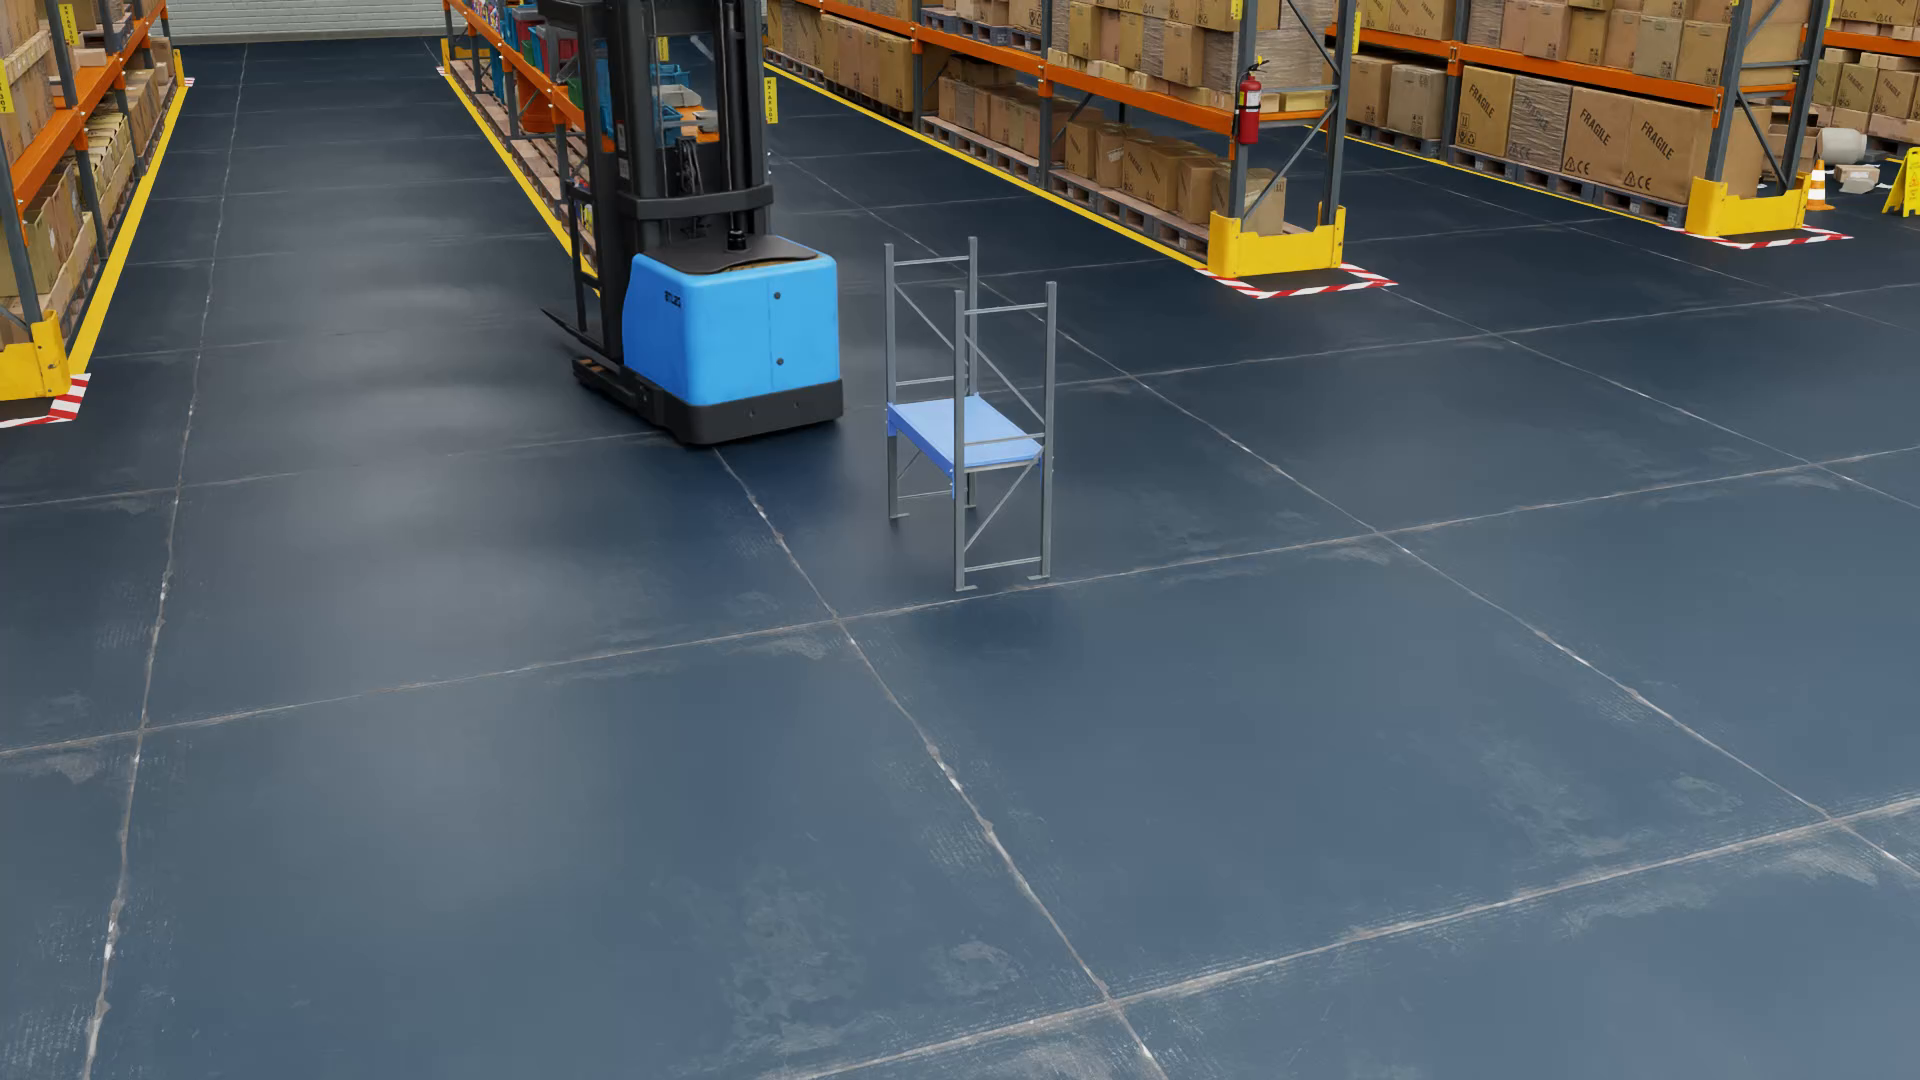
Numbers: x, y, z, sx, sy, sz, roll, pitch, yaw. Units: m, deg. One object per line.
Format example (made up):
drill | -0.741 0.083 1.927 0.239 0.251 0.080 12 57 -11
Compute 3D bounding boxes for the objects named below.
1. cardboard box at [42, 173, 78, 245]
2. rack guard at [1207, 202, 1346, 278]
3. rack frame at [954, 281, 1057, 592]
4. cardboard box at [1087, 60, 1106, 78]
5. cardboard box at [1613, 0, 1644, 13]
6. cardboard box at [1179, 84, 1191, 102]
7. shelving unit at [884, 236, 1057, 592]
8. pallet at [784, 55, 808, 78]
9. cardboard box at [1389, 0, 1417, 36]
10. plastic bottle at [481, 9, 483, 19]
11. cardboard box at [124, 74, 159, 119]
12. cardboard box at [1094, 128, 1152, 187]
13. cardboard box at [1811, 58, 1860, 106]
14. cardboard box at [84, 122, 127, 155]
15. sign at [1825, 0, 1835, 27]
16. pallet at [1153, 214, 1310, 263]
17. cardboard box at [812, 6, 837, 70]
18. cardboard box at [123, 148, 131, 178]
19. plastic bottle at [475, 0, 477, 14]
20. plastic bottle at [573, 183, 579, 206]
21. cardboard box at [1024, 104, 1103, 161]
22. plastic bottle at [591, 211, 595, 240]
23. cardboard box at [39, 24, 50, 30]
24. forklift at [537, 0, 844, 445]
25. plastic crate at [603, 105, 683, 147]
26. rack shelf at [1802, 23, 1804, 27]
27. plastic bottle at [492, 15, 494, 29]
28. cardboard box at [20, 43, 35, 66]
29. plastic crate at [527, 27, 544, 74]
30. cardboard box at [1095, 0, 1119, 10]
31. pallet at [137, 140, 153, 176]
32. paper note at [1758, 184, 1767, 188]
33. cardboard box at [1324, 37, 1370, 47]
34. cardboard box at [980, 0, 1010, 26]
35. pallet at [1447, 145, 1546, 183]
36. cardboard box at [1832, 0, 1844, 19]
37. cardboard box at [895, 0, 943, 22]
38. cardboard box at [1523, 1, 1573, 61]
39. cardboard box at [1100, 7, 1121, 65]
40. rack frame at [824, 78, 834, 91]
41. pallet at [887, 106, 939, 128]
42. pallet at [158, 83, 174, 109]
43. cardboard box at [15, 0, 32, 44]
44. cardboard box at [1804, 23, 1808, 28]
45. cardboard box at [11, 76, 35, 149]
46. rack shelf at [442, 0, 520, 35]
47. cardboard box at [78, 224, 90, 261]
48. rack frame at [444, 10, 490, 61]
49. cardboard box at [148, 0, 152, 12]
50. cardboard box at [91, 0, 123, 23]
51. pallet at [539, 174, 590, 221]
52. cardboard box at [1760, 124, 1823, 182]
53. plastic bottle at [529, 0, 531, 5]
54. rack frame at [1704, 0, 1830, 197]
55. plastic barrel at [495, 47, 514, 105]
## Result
cardboard box | -7.238 -2.557 12.990 0.500 0.500 0.500 -8 24 -19
rack guard | 2.702 -2.569 14.200 1.175 0.500 0.348 -8 24 -19
rack frame | 0.210 -0.475 7.947 0.500 1.500 0.032 -8 24 -19
cardboard box | 1.448 -4.545 15.996 0.380 0.149 0.250 -8 24 -19
cardboard box | 6.959 -5.453 16.242 0.875 0.550 0.550 -8 24 -19
cardboard box | 2.137 -3.920 14.512 0.380 0.149 0.250 -8 24 -19
shelving unit | 0.030 -0.660 8.385 0.538 1.500 1.048 -8 24 -19
pallet | -2.140 -7.499 26.270 1.003 0.211 1.213 -8 24 -19
cardboard box | 5.379 -6.173 19.404 0.500 0.500 0.500 -9 24 -20
plastic bottle | -5.994 -6.679 20.990 0.097 0.201 0.097 0 23 0
cardboard box | -10.170 -5.425 20.412 0.500 0.500 0.500 -8 24 -19
cardboard box | 1.630 -3.830 16.652 0.500 0.500 0.500 -1 23 -2
cardboard box | 10.543 -5.526 20.034 0.500 0.500 0.500 -7 24 -16
cardboard box | -8.761 -4.082 16.851 0.500 0.311 0.500 -9 24 -20
sign | 7.927 -4.846 15.169 0.100 0.325 0.005 -8 24 -19
pallet | 2.449 -2.735 14.968 1.003 0.211 1.213 -8 24 -19
cardboard box | -1.668 -7.518 24.920 0.875 0.875 0.875 -8 24 -19
cardboard box | -8.766 -3.824 16.960 0.500 0.250 0.500 -9 24 -20
plastic bottle | -6.207 -6.963 21.568 0.152 0.276 0.135 -8 24 -19
plastic bottle | -3.475 -3.125 15.242 0.152 0.276 0.135 -7 24 -17
cardboard box | 1.119 -4.423 18.034 0.700 0.500 0.500 -10 25 -23
plastic bottle | -3.076 -2.714 14.267 0.152 0.276 0.135 -9 24 -20
cardboard box | -8.572 -4.489 15.410 0.500 0.500 0.500 -8 24 -19
forklift | -1.966 -2.439 10.762 1.130 2.935 3.031 -14 27 -31
plastic crate | -2.361 -3.085 12.400 0.499 0.251 0.616 -8 24 -19
rack shelf | 9.881 -6.901 22.188 1.077 0.370 4.000 -8 24 -19
plastic bottle | -5.550 -6.222 19.906 0.097 0.201 0.097 0 23 0
cardboard box | -7.298 -3.694 12.688 0.380 0.149 0.250 -8 24 -19
plastic crate | -3.998 -4.817 16.338 0.392 0.384 0.575 -8 24 -19
cardboard box | 1.592 -5.228 15.494 0.500 0.500 0.500 -8 24 -19
pallet | -9.594 -4.233 18.522 1.003 0.211 1.213 -8 24 -19
paper note | 8.454 -3.755 17.622 0.144 0.017 0.142 0 23 -1
cardboard box | 4.710 -6.167 21.875 1.050 0.750 0.750 -9 24 -20
cardboard box | 0.617 -6.004 18.460 0.797 0.503 0.637 -6 24 -14
pallet | 6.188 -4.218 18.486 1.003 0.211 1.213 -8 24 -19
cardboard box | 10.482 -6.491 19.776 0.500 0.500 0.500 -8 24 -19
cardboard box | -0.503 -6.791 20.871 0.500 0.500 0.500 -8 24 -17
cardboard box | 6.430 -5.318 17.311 0.875 0.550 0.550 -8 24 -19
cardboard box | 1.832 -4.803 15.772 0.875 0.500 0.500 -8 24 -19
rack frame | -1.510 -8.053 23.994 1.000 3.000 0.127 -8 24 -19
pallet | -0.305 -5.611 21.792 1.003 0.211 1.213 -8 24 -19
pallet | -11.455 -6.104 22.960 1.003 0.211 1.213 -8 24 -19
cardboard box | -7.610 -4.088 12.789 0.700 0.500 0.500 -8 24 -19
cardboard box | 10.399 -6.232 19.997 0.380 0.149 0.250 -8 24 -19
cardboard box | -7.242 -3.115 12.149 0.700 0.500 0.500 -8 24 -17
rack shelf | -6.850 -7.769 24.246 1.077 0.370 4.000 -8 24 -19
cardboard box | -7.417 -2.393 13.566 0.500 0.250 0.500 -8 24 -19
rack frame | -7.557 -8.827 25.830 1.000 3.000 0.127 -8 24 -19
cardboard box | -10.888 -7.149 21.722 0.500 0.500 0.500 -8 24 -18
cardboard box | -9.838 -6.053 18.580 0.700 0.500 0.500 -4 23 -9
pallet | -3.631 -3.462 16.691 1.003 0.211 1.213 -8 24 -19
cardboard box | 9.011 -4.193 18.050 0.637 0.503 0.797 12 26 27
plastic bottle | -5.457 -6.827 21.250 0.097 0.271 0.097 0 23 0
rack frame | 7.405 -4.337 15.177 1.000 3.000 0.127 -8 24 -19
plastic barrel | -5.717 -6.143 21.623 0.600 0.901 0.708 -8 24 -19
